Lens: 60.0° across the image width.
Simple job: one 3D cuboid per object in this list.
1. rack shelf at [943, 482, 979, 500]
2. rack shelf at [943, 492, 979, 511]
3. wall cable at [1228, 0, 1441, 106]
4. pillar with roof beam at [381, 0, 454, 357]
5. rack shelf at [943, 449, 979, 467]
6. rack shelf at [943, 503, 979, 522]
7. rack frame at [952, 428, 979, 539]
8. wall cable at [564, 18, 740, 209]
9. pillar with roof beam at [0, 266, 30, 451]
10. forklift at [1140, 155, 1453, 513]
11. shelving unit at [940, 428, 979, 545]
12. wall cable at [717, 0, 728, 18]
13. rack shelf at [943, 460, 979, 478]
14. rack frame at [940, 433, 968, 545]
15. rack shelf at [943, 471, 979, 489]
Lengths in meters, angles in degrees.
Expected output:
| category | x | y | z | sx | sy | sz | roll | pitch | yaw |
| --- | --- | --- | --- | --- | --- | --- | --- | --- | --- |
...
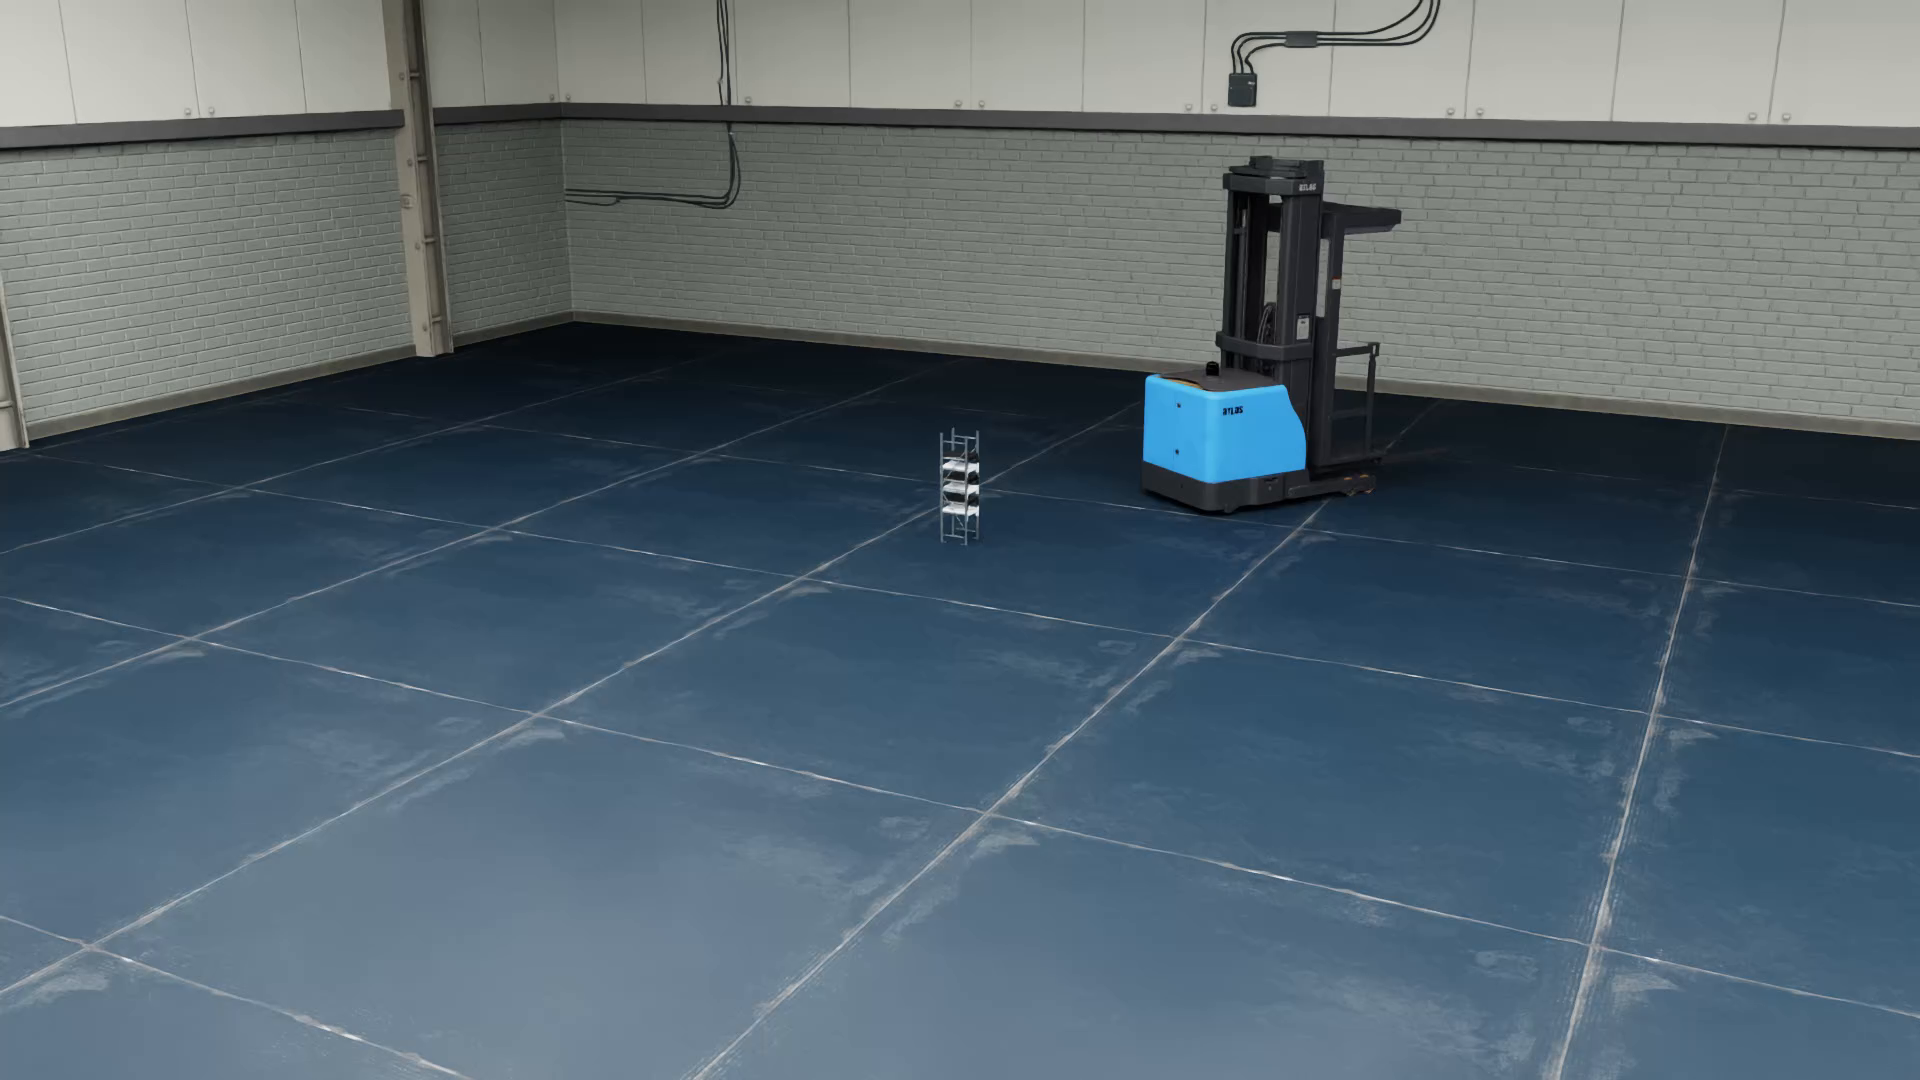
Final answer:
| category | x | y | z | sx | sy | sz | roll | pitch | yaw |
| --- | --- | --- | --- | --- | --- | --- | --- | --- | --- |
| rack shelf | -0.004 | -0.397 | 13.399 | 0.258 | 0.077 | 0.200 | 8 | 18 | 25 |
| rack shelf | -0.004 | -0.311 | 13.424 | 0.258 | 0.077 | 0.200 | 8 | 18 | 25 |
| wall cable | 4.127 | -7.743 | 17.815 | 2.305 | 6.003 | 0.169 | 8 | 18 | 25 |
| pillar with roof beam | -3.007 | -6.195 | 18.575 | 9.100 | 9.000 | 0.400 | 8 | 18 | 25 |
| rack shelf | -0.004 | -0.656 | 13.322 | 0.258 | 0.077 | 0.200 | 8 | 18 | 25 |
| rack shelf | -0.004 | -0.225 | 13.450 | 0.258 | 0.077 | 0.200 | 8 | 18 | 25 |
| rack frame | 0.042 | -0.455 | 13.476 | 0.240 | 0.900 | 0.006 | 8 | 18 | 25 |
| wall cable | -4.359 | -5.836 | 22.821 | 3.097 | 2.526 | 0.112 | 8 | 18 | 25 |
| pillar with roof beam | -5.688 | -4.666 | 13.430 | 9.100 | 9.000 | 0.400 | 8 | 18 | 25 |
| forklift | 3.153 | -1.917 | 14.832 | 3.031 | 2.935 | 1.130 | -9 | 19 | -28 |
| shelving unit | -0.004 | -0.429 | 13.389 | 0.258 | 0.900 | 0.210 | 8 | 18 | 25 |
| wall cable | -1.939 | -7.913 | 20.944 | 3.097 | 2.526 | 0.112 | 8 | 18 | 25 |
| rack shelf | -0.004 | -0.570 | 13.348 | 0.258 | 0.077 | 0.200 | 8 | 18 | 25 |
| rack frame | -0.049 | -0.403 | 13.302 | 0.240 | 0.900 | 0.006 | 8 | 18 | 25 |
| rack shelf | -0.004 | -0.484 | 13.373 | 0.258 | 0.077 | 0.200 | 8 | 18 | 25 |
